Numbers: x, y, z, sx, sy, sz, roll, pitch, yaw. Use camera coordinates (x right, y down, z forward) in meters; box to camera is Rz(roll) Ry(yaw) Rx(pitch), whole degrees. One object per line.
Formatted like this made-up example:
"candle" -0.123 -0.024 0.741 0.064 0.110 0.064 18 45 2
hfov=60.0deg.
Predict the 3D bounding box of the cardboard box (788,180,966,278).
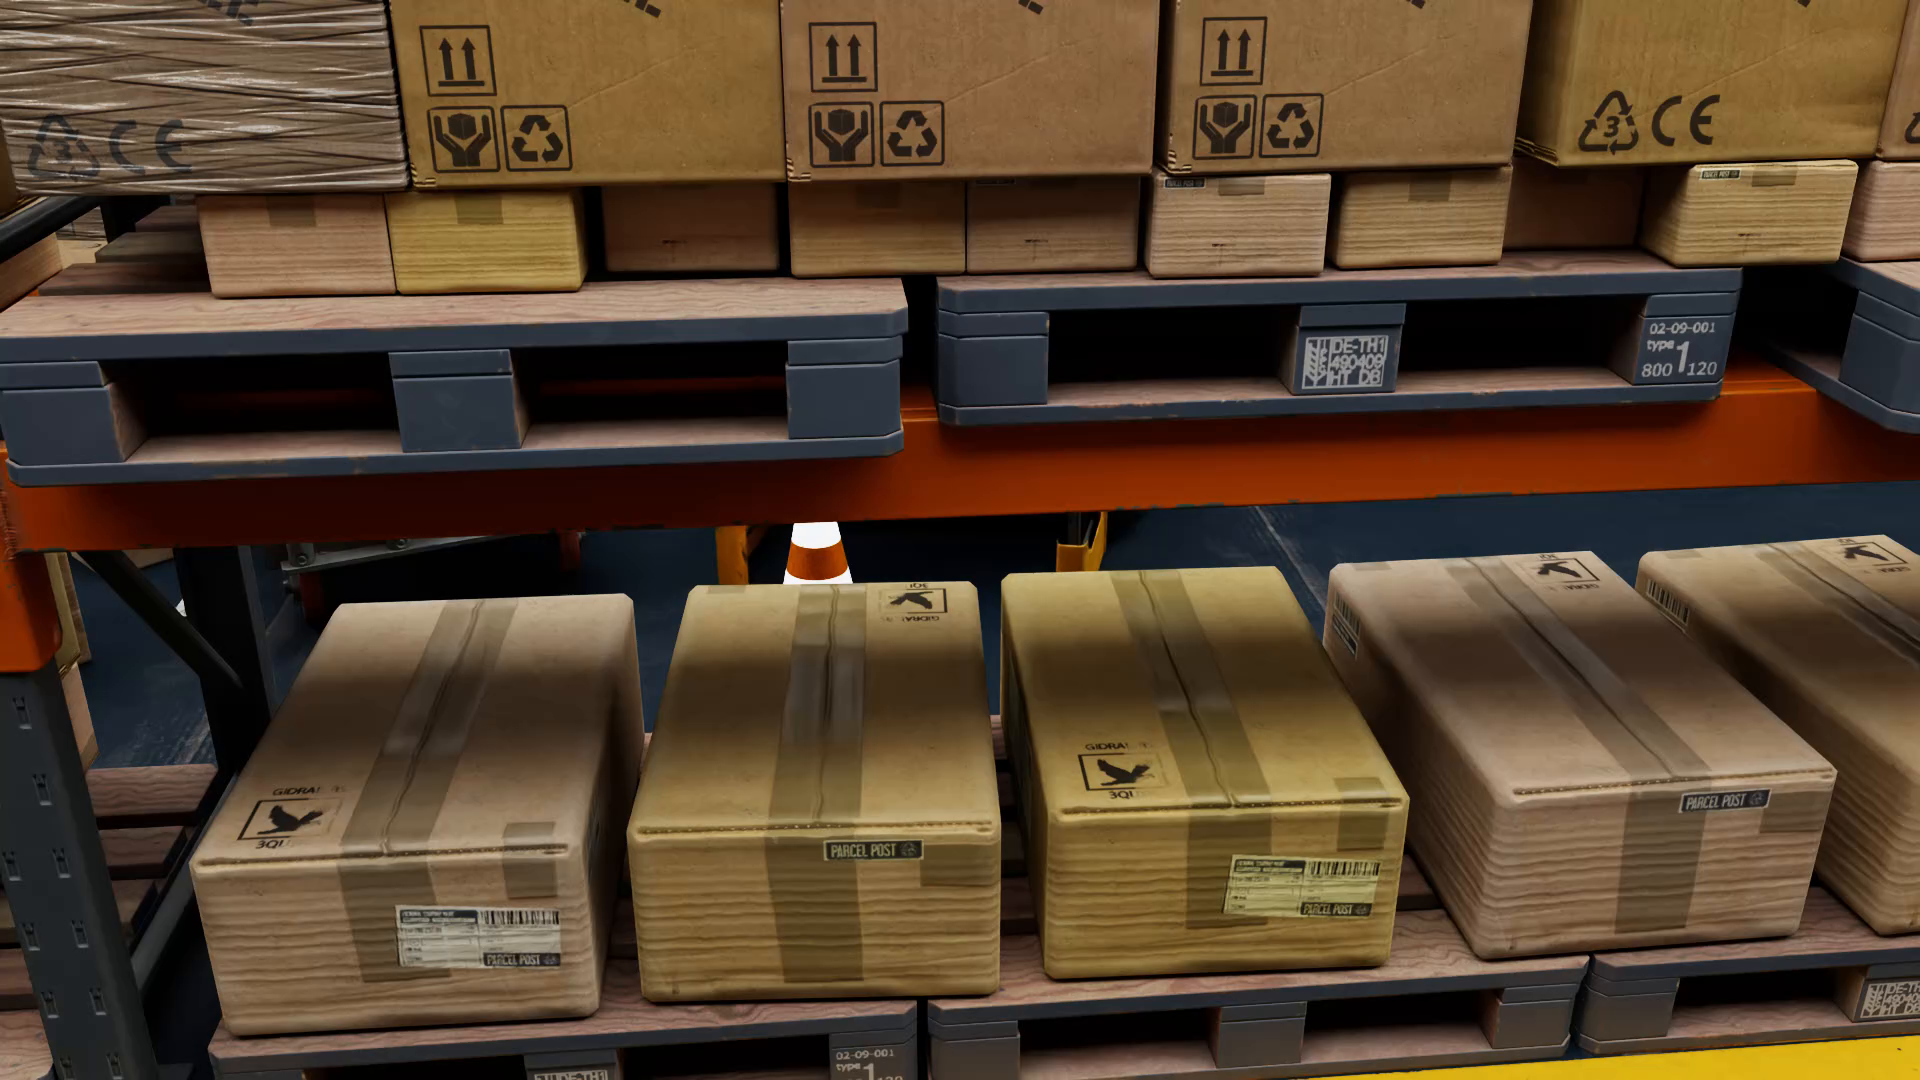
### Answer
"cardboard box" -0.131 -0.521 2.520 0.250 0.149 0.380 -2 24 -4

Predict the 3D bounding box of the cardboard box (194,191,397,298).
"cardboard box" -0.915 -0.479 2.426 0.250 0.149 0.380 -2 24 -4

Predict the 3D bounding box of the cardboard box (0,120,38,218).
"cardboard box" -1.961 -0.784 2.831 0.500 0.500 0.500 -2 24 -5

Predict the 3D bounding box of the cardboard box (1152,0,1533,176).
"cardboard box" 0.501 -0.843 2.446 0.500 0.500 0.500 -3 24 -7

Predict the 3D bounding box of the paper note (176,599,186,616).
"paper note" -2.191 0.181 4.805 0.142 0.019 0.148 -2 24 -5

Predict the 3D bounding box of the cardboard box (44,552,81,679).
"cardboard box" -2.110 0.129 3.211 0.500 0.500 0.500 -1 24 -3

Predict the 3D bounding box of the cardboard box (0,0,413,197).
"cardboard box" -1.001 -0.783 2.313 0.500 0.500 0.500 -2 24 -4

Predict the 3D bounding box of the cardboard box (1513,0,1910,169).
"cardboard box" 1.044 -0.864 2.495 0.500 0.500 0.500 -4 24 -9

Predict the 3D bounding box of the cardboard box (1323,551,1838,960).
"cardboard box" 1.188 0.393 3.390 0.625 0.372 0.950 -3 24 -6

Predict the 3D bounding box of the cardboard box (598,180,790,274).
"cardboard box" -0.391 -0.527 2.535 0.250 0.149 0.380 -1 24 -2

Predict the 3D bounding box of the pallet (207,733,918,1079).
"pallet" -0.721 0.735 3.335 1.213 0.211 1.003 -2 24 -5

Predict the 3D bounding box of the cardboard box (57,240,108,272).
"cardboard box" -3.527 -0.886 6.625 0.500 0.500 0.500 2 24 4

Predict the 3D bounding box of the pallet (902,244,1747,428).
"pallet" 0.519 -0.484 2.881 1.213 0.211 1.003 -2 24 -5

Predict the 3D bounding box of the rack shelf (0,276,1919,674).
"rack shelf" 0.494 -0.258 3.023 4.000 0.370 1.077 -2 24 -5

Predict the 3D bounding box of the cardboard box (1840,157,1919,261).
"cardboard box" 1.424 -0.561 2.611 0.250 0.149 0.380 -3 24 -8

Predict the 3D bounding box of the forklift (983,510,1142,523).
"forklift" 0.236 -1.958 6.048 1.130 2.935 3.031 3 24 7

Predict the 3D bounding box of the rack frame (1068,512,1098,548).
"rack frame" 0.363 -0.556 4.655 0.032 1.500 0.500 5 24 10

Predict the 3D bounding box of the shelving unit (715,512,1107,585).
"shelving unit" -0.126 -0.595 4.743 1.083 1.500 0.587 5 24 10

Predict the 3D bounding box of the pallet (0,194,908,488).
"pallet" -0.721 -0.391 2.673 1.213 0.211 1.003 -2 24 -5

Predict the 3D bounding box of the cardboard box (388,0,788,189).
"cardboard box" -0.503 -0.804 2.359 0.500 0.500 0.500 -2 24 -5

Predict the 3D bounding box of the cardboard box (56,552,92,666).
"cardboard box" -2.696 0.127 4.346 0.500 0.500 0.500 16 28 31

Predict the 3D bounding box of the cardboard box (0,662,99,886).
"cardboard box" -2.110 0.472 3.363 0.500 0.250 0.500 -3 24 -8

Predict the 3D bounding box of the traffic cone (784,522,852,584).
"traffic cone" -0.400 0.037 4.598 0.334 0.463 0.336 -2 24 -5

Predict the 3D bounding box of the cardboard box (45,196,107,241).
"cardboard box" -3.612 -1.690 7.459 0.875 0.875 0.875 -2 24 -5

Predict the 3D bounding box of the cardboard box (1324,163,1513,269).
"cardboard box" 0.647 -0.542 2.568 0.250 0.149 0.380 -3 24 -7

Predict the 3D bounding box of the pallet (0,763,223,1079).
"pallet" -2.161 0.808 3.172 1.213 0.211 1.003 -2 24 -5

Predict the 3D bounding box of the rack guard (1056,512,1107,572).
"rack guard" 0.362 0.015 4.909 0.087 0.250 0.587 5 24 10

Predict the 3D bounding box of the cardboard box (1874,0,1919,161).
"cardboard box" 1.546 -0.885 2.541 0.500 0.500 0.500 -3 24 -6

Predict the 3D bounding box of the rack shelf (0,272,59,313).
"rack shelf" -3.486 -0.099 2.664 4.000 0.370 1.077 -2 24 -5

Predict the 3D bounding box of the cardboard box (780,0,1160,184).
"cardboard box" -0.009 -0.818 2.391 0.500 0.500 0.500 -2 24 -5

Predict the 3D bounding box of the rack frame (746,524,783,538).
"rack frame" -0.634 -0.636 4.835 0.032 1.500 0.500 5 24 10

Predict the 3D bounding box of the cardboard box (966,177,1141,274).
"cardboard box" 0.115 -0.530 2.541 0.250 0.149 0.380 -2 24 -5

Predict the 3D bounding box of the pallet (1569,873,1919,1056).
"pallet" 1.707 0.638 3.555 1.213 0.211 1.003 -2 24 -5

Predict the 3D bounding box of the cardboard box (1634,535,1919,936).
"cardboard box" 1.921 0.361 3.464 0.625 0.372 0.950 -4 24 -9

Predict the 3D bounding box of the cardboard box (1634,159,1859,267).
"cardboard box" 1.152 -0.544 2.573 0.250 0.149 0.380 -2 24 -4

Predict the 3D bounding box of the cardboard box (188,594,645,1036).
"cardboard box" -0.974 0.480 3.196 0.625 0.372 0.950 -2 24 -4

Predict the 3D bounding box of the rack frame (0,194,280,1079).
"rack frame" -1.496 -0.507 2.698 0.127 3.000 1.000 -2 24 -5

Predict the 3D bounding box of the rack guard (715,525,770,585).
"rack guard" -0.615 -0.064 5.085 0.087 0.250 0.587 5 24 10

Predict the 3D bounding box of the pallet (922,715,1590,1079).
"pallet" 0.496 0.685 3.448 1.213 0.211 1.003 -2 24 -5

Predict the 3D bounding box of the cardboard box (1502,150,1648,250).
"cardboard box" 0.889 -0.585 2.665 0.250 0.149 0.380 -2 24 -5

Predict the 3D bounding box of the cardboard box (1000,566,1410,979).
"cardboard box" 0.433 0.421 3.327 0.625 0.372 0.950 -2 24 -3

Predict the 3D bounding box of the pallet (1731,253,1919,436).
"pallet" 1.786 -0.508 2.935 1.003 0.211 1.213 -2 24 -5

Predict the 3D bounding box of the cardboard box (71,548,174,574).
"cardboard box" -2.518 -0.093 5.132 0.258 0.266 0.396 22 32 40

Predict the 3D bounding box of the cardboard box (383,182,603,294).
"cardboard box" -0.665 -0.485 2.440 0.250 0.149 0.380 -2 24 -4

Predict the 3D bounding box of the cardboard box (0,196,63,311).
"cardboard box" -1.841 -0.509 3.012 0.250 0.149 0.380 -2 24 -5

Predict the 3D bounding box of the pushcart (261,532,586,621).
"pushcart" -1.770 -0.228 5.299 0.936 0.377 1.648 -11 26 -23

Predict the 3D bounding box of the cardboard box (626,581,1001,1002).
"cardboard box" -0.259 0.450 3.263 0.625 0.372 0.950 -1 24 -2

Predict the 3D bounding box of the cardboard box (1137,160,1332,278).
"cardboard box" 0.385 -0.519 2.518 0.250 0.149 0.380 -1 24 -3
